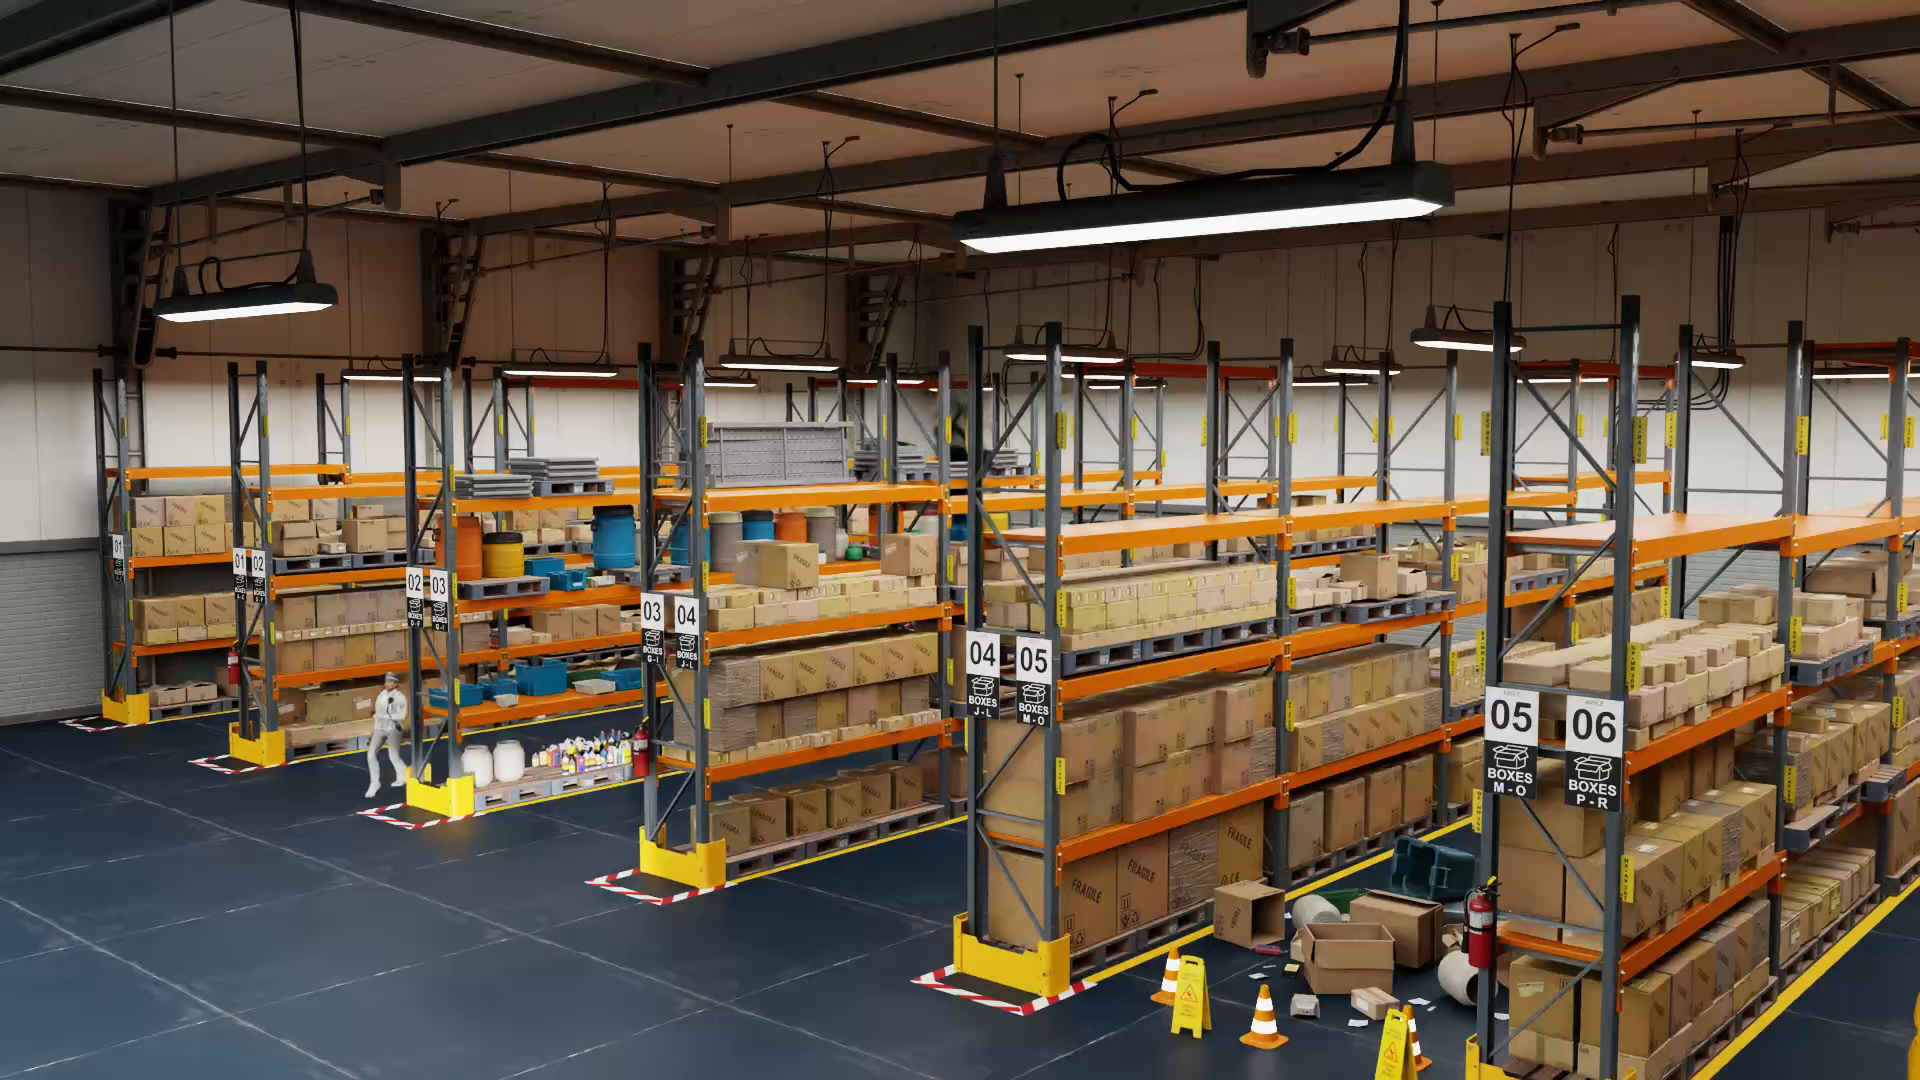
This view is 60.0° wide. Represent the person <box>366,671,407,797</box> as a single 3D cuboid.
[{"bbox_3d":[-7.832,2.650,22.879,0.589,1.730,0.675,2,4,20],"label":"person"}]
